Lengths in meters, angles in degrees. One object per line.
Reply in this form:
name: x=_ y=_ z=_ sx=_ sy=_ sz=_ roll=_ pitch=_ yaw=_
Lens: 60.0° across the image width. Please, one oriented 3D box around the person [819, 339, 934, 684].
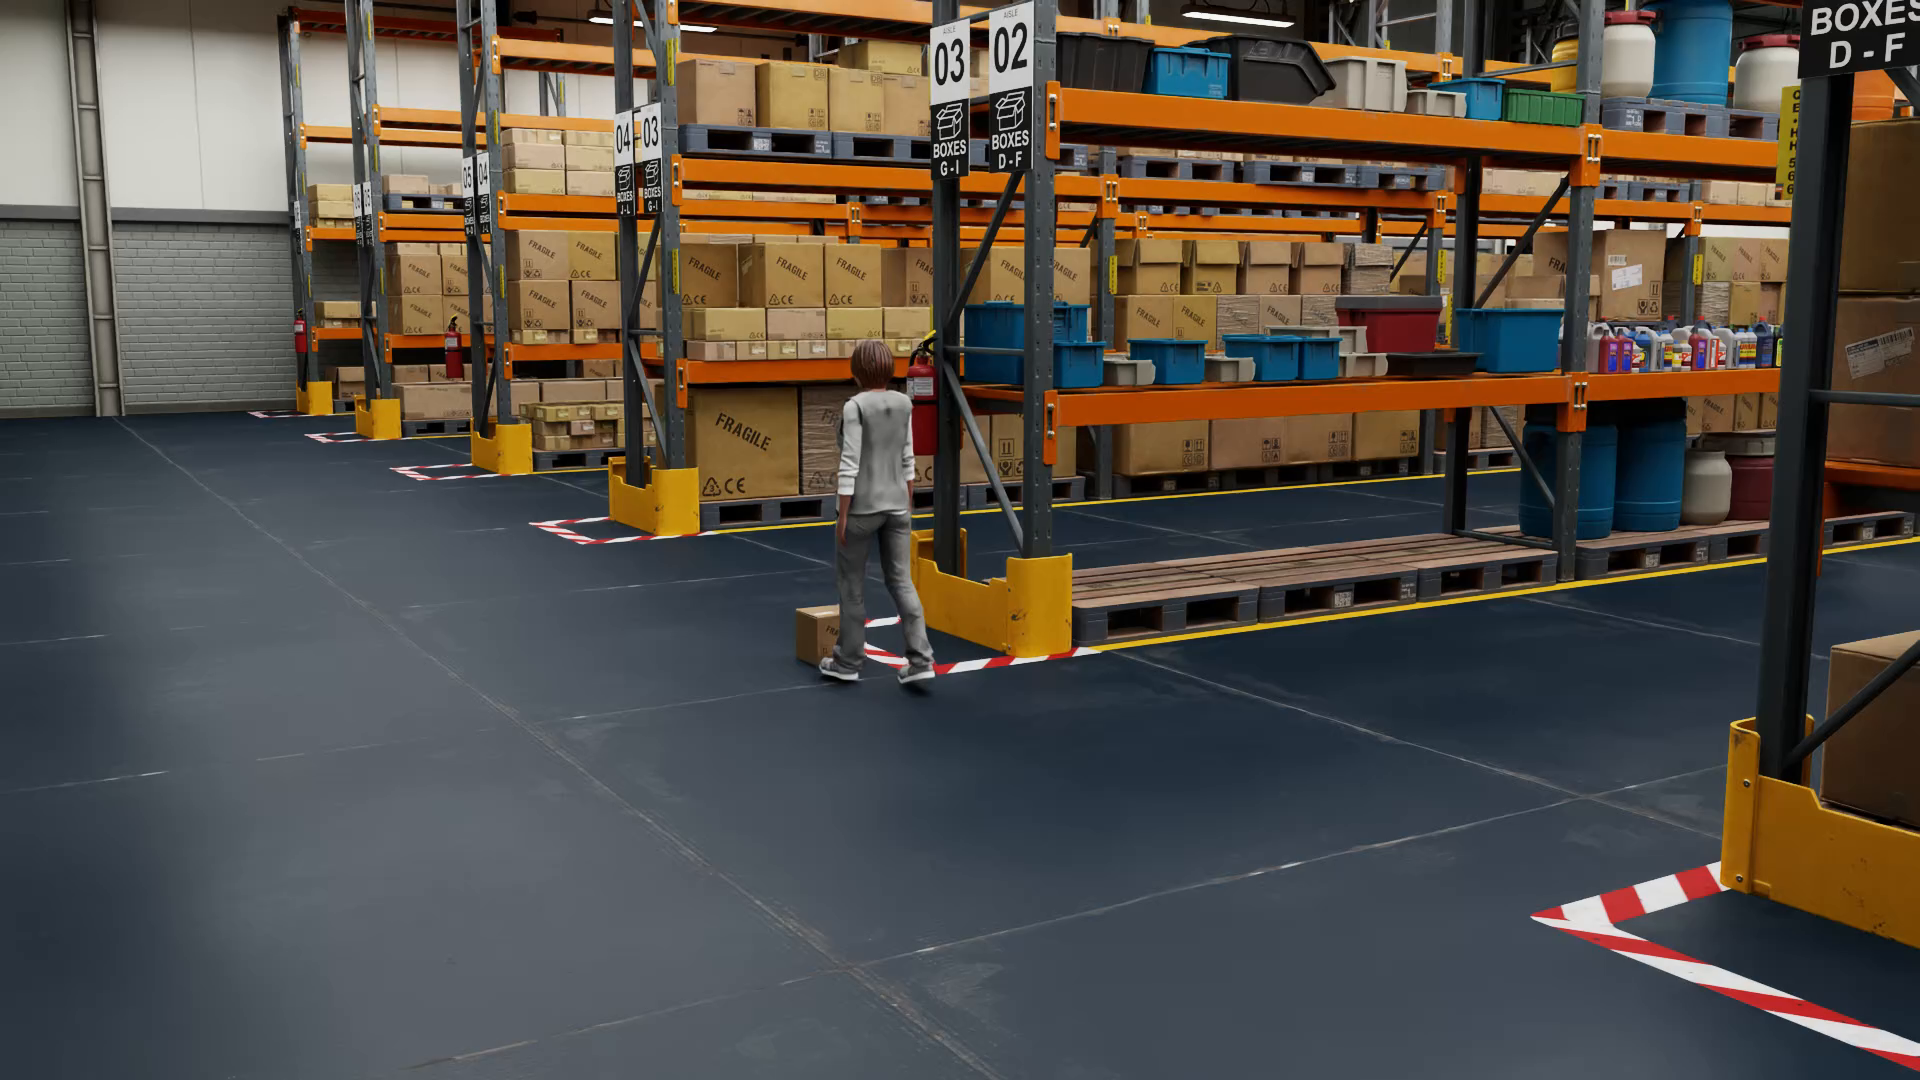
person: x=-0.404 y=-0.125 z=7.649 sx=0.421 sy=1.586 sz=0.659 roll=-6 pitch=10 yaw=-37
